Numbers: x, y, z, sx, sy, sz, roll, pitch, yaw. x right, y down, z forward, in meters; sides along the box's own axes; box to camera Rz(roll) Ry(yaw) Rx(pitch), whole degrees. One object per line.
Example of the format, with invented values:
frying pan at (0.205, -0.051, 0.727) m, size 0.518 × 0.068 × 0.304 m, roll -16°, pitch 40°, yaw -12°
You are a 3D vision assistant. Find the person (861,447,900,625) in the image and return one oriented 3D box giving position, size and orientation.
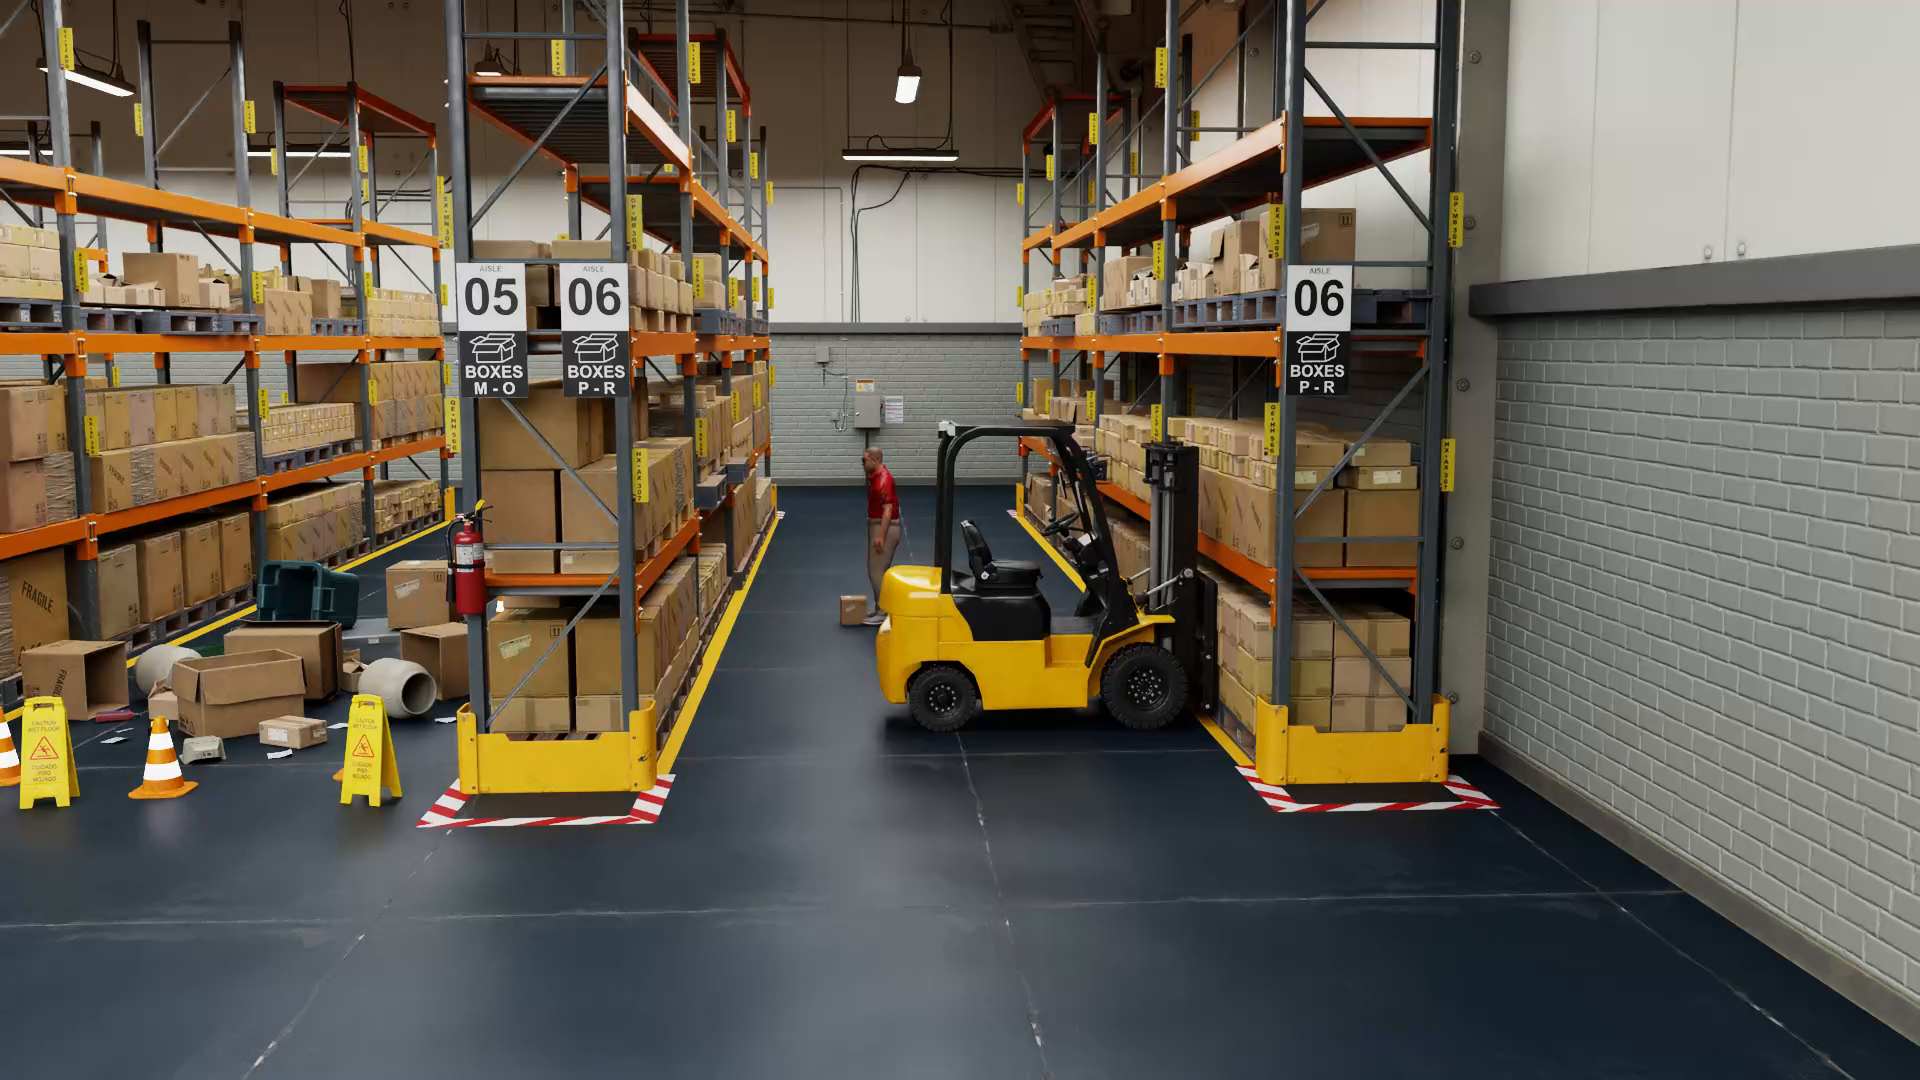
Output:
person at (-0.785, -0.049, 16.216) m, size 0.393 × 1.726 × 0.605 m, roll -1°, pitch 7°, yaw -7°
